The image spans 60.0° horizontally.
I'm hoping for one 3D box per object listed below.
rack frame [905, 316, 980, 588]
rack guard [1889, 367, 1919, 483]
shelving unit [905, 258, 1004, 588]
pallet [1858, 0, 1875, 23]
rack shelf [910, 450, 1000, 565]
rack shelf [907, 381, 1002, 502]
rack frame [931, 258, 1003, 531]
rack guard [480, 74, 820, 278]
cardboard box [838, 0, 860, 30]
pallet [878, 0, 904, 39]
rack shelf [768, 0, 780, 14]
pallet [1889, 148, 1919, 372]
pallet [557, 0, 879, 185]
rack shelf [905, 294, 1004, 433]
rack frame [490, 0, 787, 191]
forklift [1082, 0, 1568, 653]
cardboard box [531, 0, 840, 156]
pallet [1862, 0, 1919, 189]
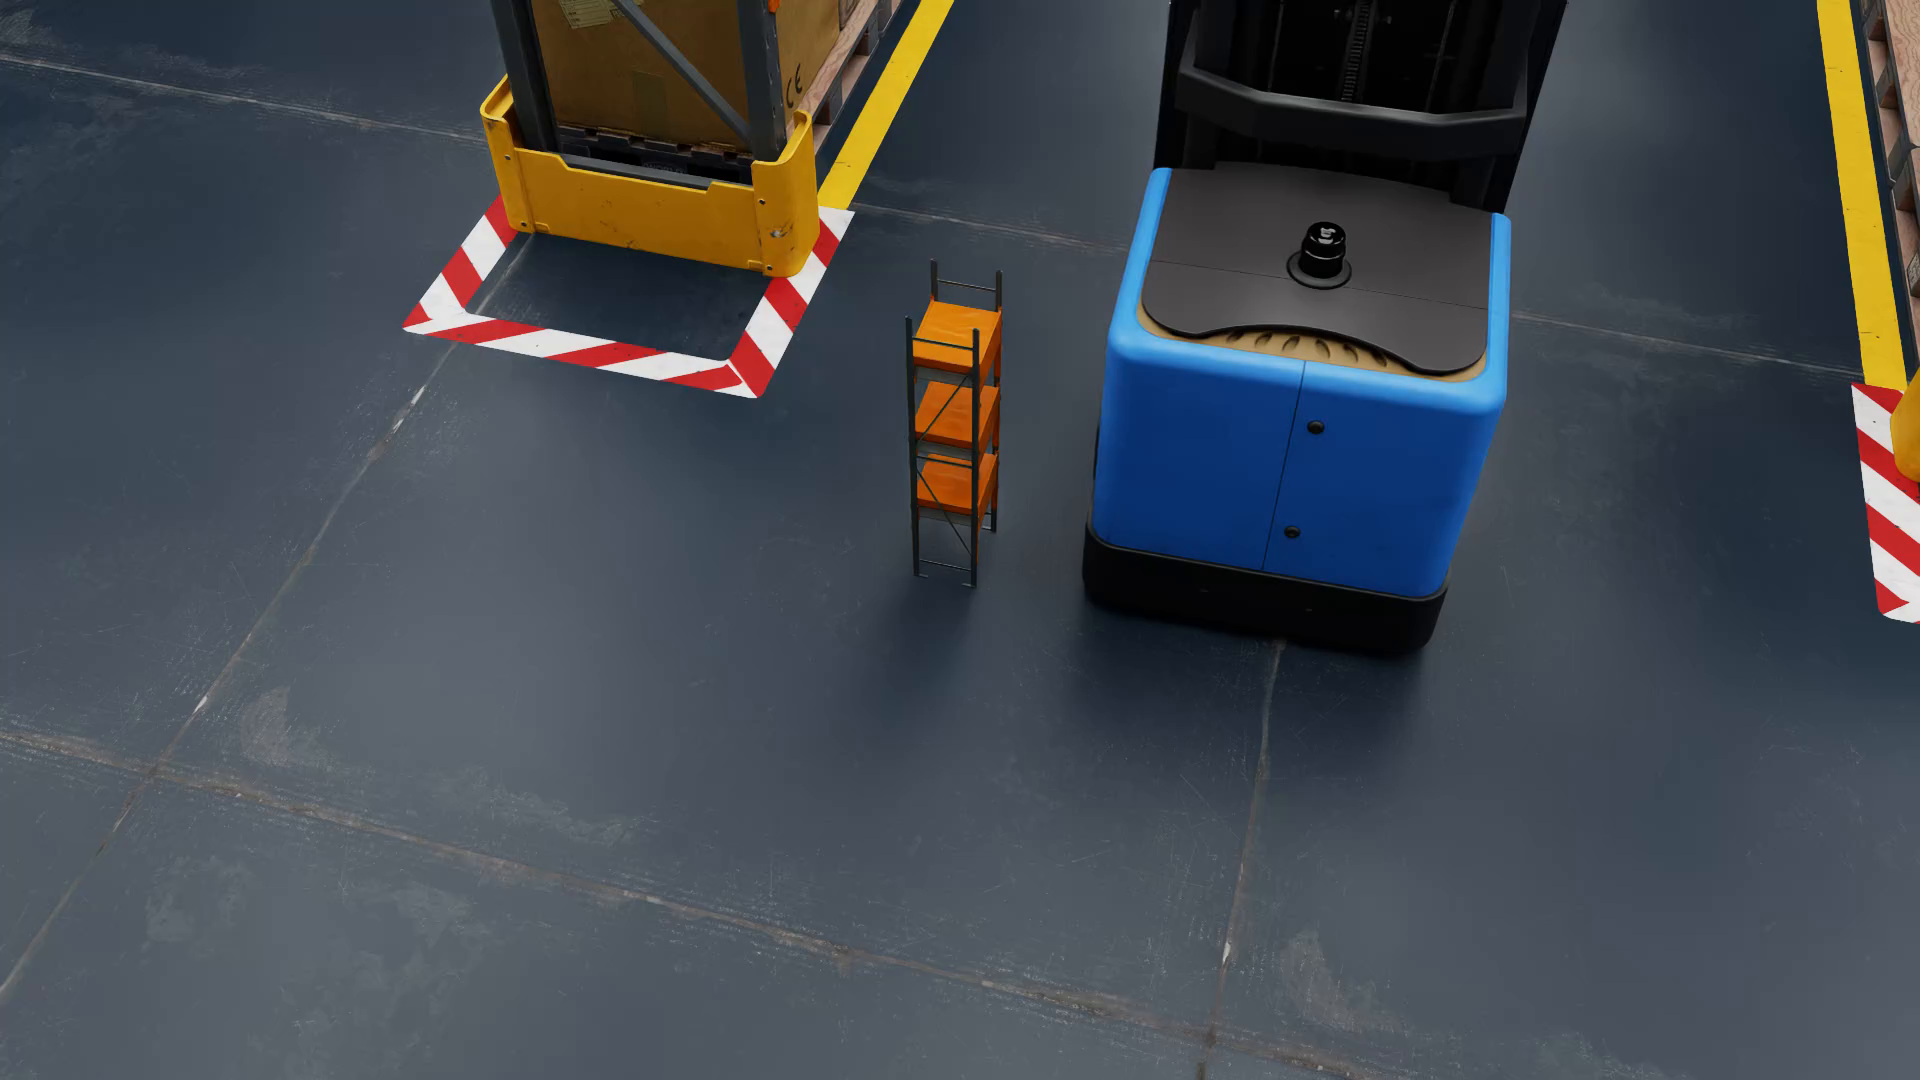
[{"bbox_3d":[-0.046,-0.220,4.744,0.200,1.050,0.008,12,50,10],"label":"rack frame"},{"bbox_3d":[3.670,-0.374,5.247,1.175,0.500,0.348,12,50,10],"label":"rack guard"},{"bbox_3d":[-0.014,-0.309,4.822,0.215,1.050,0.252,12,50,10],"label":"shelving unit"},{"bbox_3d":[4.560,-2.652,7.450,1.003,0.211,1.213,12,50,10],"label":"pallet"},{"bbox_3d":[-0.014,-0.118,5.039,0.215,0.259,0.240,12,50,10],"label":"rack shelf"},{"bbox_3d":[-0.014,-0.302,4.830,0.215,0.259,0.240,12,50,10],"label":"rack shelf"},{"bbox_3d":[0.018,-0.397,4.900,0.200,1.050,0.008,12,50,10],"label":"rack frame"},{"bbox_3d":[-1.121,-1.354,6.111,1.175,0.500,0.348,12,50,10],"label":"rack guard"},{"bbox_3d":[-0.784,-2.771,6.832,0.875,0.875,0.875,12,50,10],"label":"cardboard box"},{"bbox_3d":[-0.657,-2.749,7.536,1.003,0.211,1.213,12,50,10],"label":"pallet"},{"bbox_3d":[-0.589,-3.407,6.736,1.077,0.370,4.000,12,50,10],"label":"rack shelf"},{"bbox_3d":[3.918,-0.887,5.892,1.003,0.211,1.213,12,50,10],"label":"pallet"},{"bbox_3d":[-0.980,-1.869,6.759,1.003,0.211,1.213,12,50,10],"label":"pallet"},{"bbox_3d":[-0.014,-0.489,4.617,0.215,0.259,0.240,12,50,10],"label":"rack shelf"},{"bbox_3d":[-1.115,-2.198,5.190,1.000,3.000,0.127,12,50,10],"label":"rack frame"},{"bbox_3d":[1.208,-1.771,4.858,1.130,2.935,3.031,10,49,9],"label":"forklift"},{"bbox_3d":[-1.024,-2.113,6.251,0.875,0.875,0.875,12,50,10],"label":"cardboard box"},{"bbox_3d":[4.241,-1.767,6.669,1.003,0.211,1.213,12,50,10],"label":"pallet"}]
